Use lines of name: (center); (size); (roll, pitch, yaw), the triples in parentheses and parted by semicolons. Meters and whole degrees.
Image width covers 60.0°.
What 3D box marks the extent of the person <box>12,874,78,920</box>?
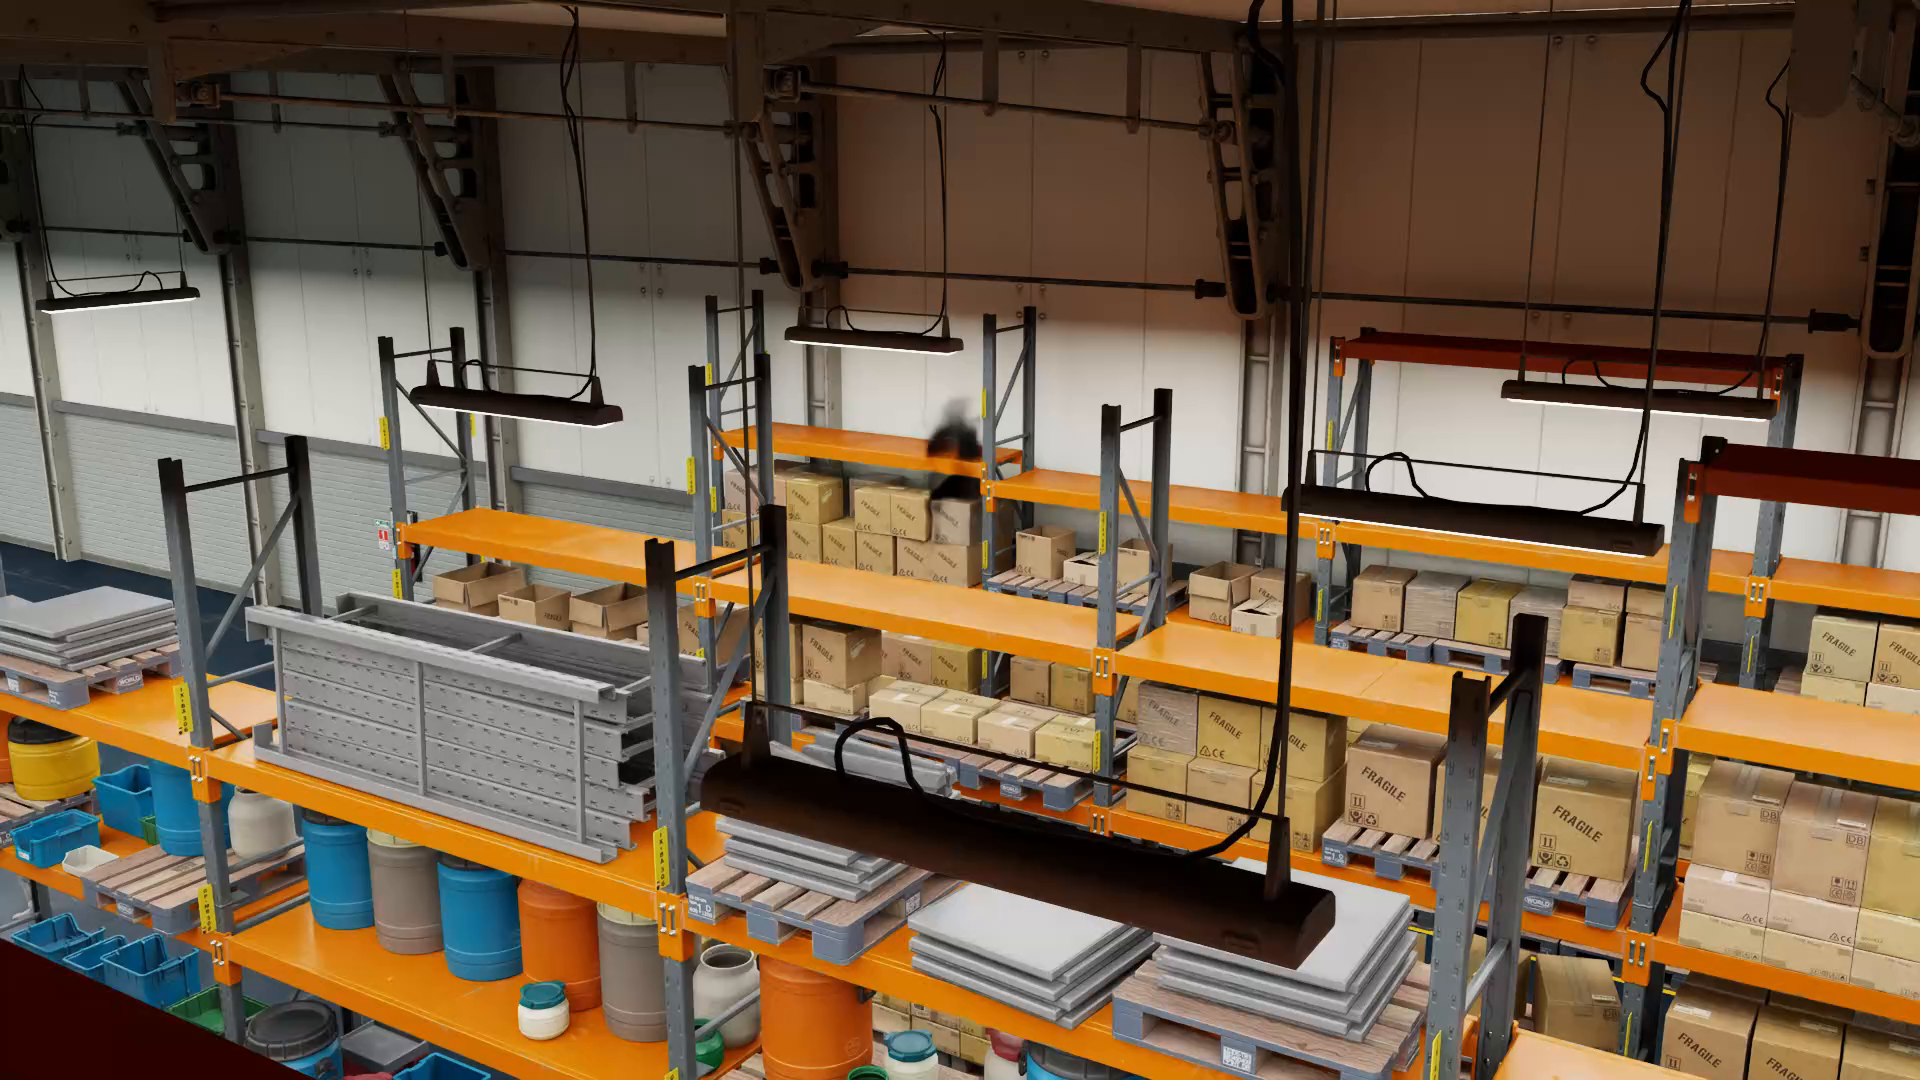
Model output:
person: (-9.487, 3.109, 17.190); (0.746, 1.686, 0.621); (-5, 15, -21)
